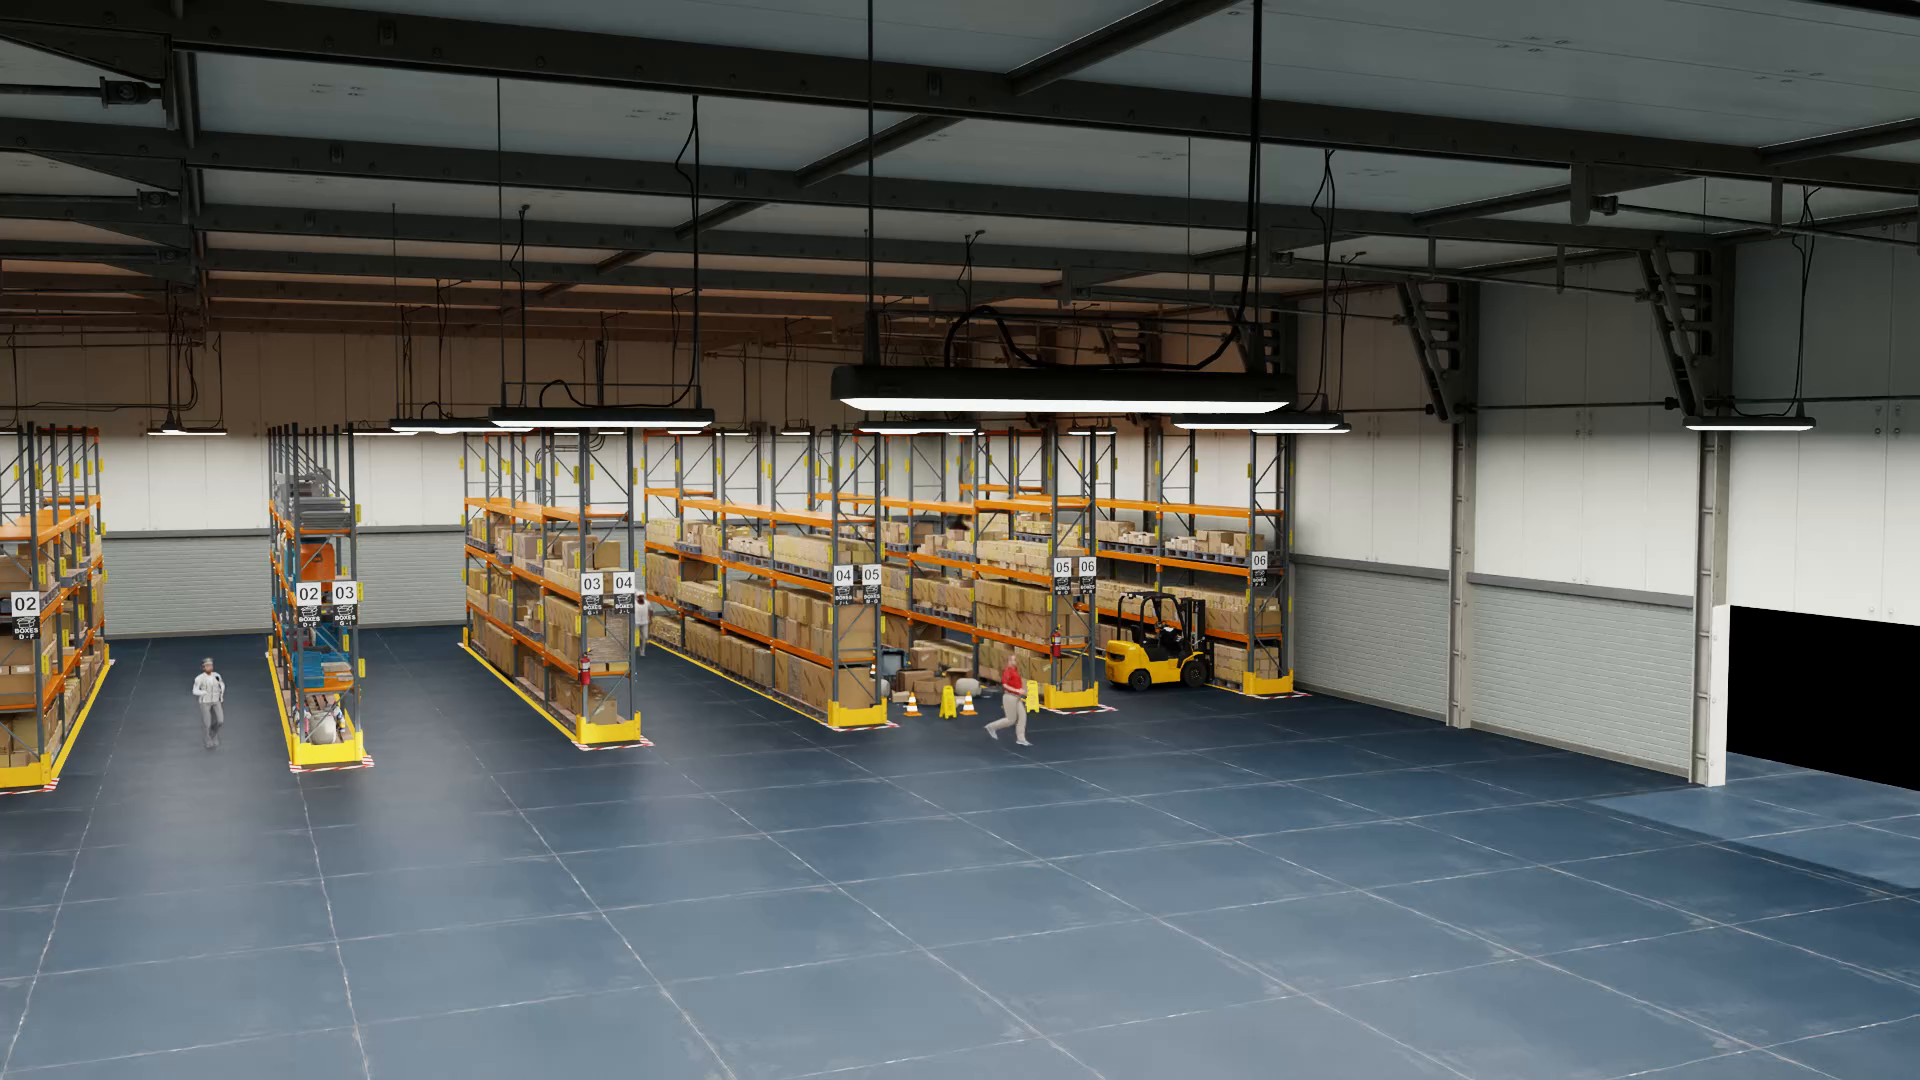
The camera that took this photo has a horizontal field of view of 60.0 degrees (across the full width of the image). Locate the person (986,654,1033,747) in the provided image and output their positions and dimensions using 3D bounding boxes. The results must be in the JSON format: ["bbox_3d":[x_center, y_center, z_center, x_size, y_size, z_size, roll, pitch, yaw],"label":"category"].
[{"bbox_3d":[0.932,2.988,30.997,0.888,1.729,0.663,1,4,15],"label":"person"}]

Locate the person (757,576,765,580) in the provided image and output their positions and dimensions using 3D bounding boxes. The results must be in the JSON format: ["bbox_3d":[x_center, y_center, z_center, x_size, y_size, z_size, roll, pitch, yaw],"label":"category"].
[{"bbox_3d":[-6.020,1.847,50.587,0.677,1.627,0.555,-1,4,-21],"label":"person"}]

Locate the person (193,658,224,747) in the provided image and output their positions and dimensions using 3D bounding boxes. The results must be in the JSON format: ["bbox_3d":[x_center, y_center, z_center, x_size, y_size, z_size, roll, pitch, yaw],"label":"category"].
[{"bbox_3d":[-13.795,3.005,30.657,0.600,1.658,0.574,-3,5,-41],"label":"person"}]

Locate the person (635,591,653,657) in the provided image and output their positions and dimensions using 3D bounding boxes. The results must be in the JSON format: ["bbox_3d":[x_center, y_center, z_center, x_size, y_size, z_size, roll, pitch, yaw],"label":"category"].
[{"bbox_3d":[-8.429,2.192,43.847,0.690,1.726,0.741,-2,4,-24],"label":"person"}]
